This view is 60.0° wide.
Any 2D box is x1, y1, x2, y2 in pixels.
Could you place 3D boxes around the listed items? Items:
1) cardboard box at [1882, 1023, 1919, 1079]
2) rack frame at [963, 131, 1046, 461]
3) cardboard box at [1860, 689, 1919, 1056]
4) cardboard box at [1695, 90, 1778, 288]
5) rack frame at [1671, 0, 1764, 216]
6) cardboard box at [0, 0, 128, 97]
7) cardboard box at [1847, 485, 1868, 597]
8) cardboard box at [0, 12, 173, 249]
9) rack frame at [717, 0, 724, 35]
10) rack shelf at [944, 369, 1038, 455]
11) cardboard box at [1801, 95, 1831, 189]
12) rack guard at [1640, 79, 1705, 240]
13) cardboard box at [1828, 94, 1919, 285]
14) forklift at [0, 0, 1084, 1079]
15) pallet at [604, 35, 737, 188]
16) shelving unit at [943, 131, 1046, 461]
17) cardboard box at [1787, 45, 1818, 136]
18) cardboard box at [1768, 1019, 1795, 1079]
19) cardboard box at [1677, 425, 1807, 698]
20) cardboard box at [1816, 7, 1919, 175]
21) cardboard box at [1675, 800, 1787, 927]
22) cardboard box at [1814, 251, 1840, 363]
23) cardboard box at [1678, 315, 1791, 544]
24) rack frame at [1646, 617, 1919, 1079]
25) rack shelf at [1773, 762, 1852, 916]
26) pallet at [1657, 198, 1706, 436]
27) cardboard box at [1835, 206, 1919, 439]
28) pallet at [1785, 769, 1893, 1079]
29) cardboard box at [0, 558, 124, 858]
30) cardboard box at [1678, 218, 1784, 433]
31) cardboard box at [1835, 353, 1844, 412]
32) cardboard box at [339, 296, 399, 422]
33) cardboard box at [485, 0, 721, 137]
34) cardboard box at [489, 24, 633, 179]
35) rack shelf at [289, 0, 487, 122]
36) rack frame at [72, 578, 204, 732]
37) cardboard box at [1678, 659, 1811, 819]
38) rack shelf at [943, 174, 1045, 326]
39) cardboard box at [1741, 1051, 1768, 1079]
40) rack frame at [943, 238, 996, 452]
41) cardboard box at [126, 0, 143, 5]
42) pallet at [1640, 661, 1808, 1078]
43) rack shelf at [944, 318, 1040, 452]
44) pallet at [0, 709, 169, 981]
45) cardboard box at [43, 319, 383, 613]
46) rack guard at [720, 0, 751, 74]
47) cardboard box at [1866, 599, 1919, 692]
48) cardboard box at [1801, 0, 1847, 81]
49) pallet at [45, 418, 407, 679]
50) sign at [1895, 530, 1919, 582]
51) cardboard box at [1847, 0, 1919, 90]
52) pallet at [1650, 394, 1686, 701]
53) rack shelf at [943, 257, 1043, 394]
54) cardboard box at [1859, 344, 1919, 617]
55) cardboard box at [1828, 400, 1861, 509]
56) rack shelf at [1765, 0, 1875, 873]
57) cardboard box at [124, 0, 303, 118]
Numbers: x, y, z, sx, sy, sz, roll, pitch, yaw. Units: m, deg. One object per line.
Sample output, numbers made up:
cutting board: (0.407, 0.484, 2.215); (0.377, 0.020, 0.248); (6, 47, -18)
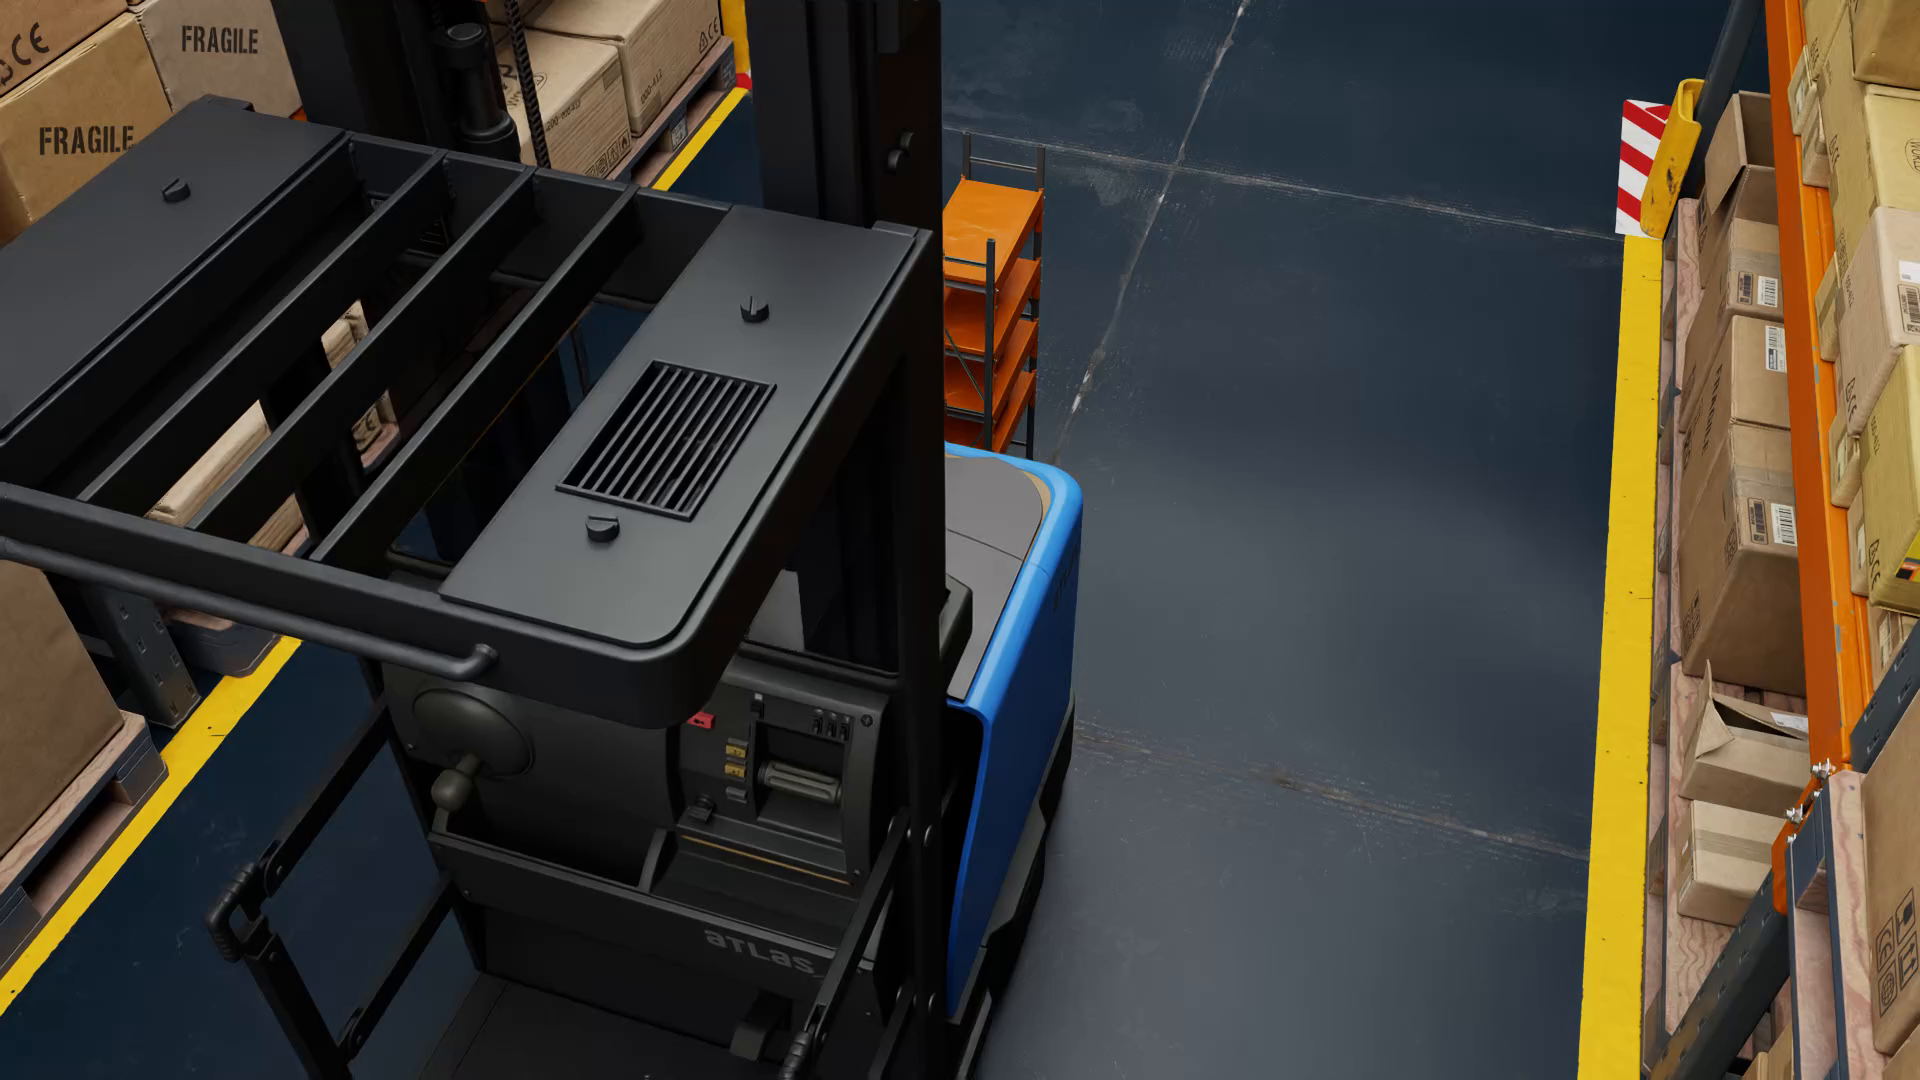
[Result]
cardboard box: (1.545, 0.806, 1.910); (0.700, 0.500, 0.500); (13, 46, 13)
rack frame: (0.124, -0.702, 5.109); (0.240, 1.200, 0.015); (13, 46, 13)
cardboard box: (1.702, 0.461, 2.263); (0.700, 0.500, 0.500); (14, 46, 14)
cardboard box: (2.997, -1.165, 5.780); (0.797, 0.503, 0.637); (11, 45, 11)
rack frame: (3.273, -2.295, 5.450); (1.000, 3.000, 0.127); (13, 46, 13)
cardboard box: (-2.296, -1.337, 3.685); (0.500, 0.500, 0.500); (13, 46, 13)
cardboard box: (1.975, 0.017, 3.267); (0.380, 0.149, 0.250); (14, 46, 14)
cardboard box: (-2.279, -0.970, 4.026); (0.500, 0.500, 0.500); (14, 46, 14)
rack frame: (-1.459, -3.344, 6.522); (1.000, 3.000, 0.127); (13, 46, 13)
rack shelf: (0.050, -0.349, 5.129); (0.258, 0.148, 0.480); (13, 46, 13)
cardboard box: (2.414, -1.016, 4.323); (0.380, 0.149, 0.250); (14, 46, 13)
rack guard: (3.250, -1.351, 6.273); (1.175, 0.500, 0.348); (13, 46, 13)
cardboard box: (2.284, -0.739, 3.755); (0.500, 0.250, 0.500); (12, 46, 12)
forklift: (-0.642, 0.430, 2.715); (1.130, 2.935, 3.031); (13, 46, 13)
pallet: (-1.627, -1.797, 6.936); (1.003, 0.211, 1.213); (13, 46, 13)
shelving unit: (0.050, -0.539, 4.943); (0.258, 1.200, 0.503); (13, 46, 13)
cardboard box: (2.474, -1.196, 4.507); (0.380, 0.149, 0.250); (11, 46, 11)
cardboard box: (1.699, 1.066, 3.039); (0.380, 0.149, 0.250); (15, 46, 14)
cardboard box: (2.387, 0.090, 4.501); (0.700, 0.500, 0.500); (11, 45, 11)
cardboard box: (2.441, -1.082, 4.106); (0.500, 0.250, 0.500); (11, 46, 11)
cardboard box: (1.950, 0.807, 4.019); (0.380, 0.149, 0.250); (11, 45, 11)
cardboard box: (2.187, -0.507, 3.803); (0.380, 0.149, 0.250); (12, 46, 12)
cardboard box: (2.446, -0.271, 4.869); (0.500, 0.500, 0.500); (13, 46, 13)
rack frame: (2.058, 0.371, 2.726); (0.949, 2.616, 0.053); (13, 46, 13)
rack shelf: (1.456, 1.962, 1.615); (1.077, 0.370, 4.000); (13, 46, 13)
pallet: (3.009, -0.716, 5.831); (1.003, 0.211, 1.213); (13, 46, 13)
cardboard box: (2.121, -0.409, 3.418); (0.500, 0.250, 0.500); (13, 46, 13)
pallet: (1.715, 0.950, 2.272); (1.003, 0.211, 1.213); (13, 46, 13)
cardboard box: (-2.782, 0.362, 3.954); (0.875, 0.875, 0.875); (14, 46, 14)
cardboard box: (2.701, -0.602, 5.208); (0.700, 0.500, 0.500); (14, 46, 14)
cardboard box: (2.136, -0.330, 3.623); (0.380, 0.149, 0.250); (14, 46, 14)
cardboard box: (-2.108, -0.904, 5.561); (0.875, 0.438, 0.875); (11, 45, 11)
cardboard box: (-1.564, -2.117, 6.800); (0.875, 0.438, 0.875); (11, 45, 11)
cardboard box: (-1.833, -1.505, 6.175); (0.875, 0.438, 0.875); (14, 46, 14)
rack shelf: (-2.065, -1.753, 5.411); (1.077, 0.370, 4.000); (13, 46, 13)
rack frame: (-2.671, -0.677, 3.798); (1.000, 3.000, 0.127); (13, 46, 13)
cardboard box: (2.058, 0.527, 4.221); (0.396, 0.266, 0.258); (14, 46, 14)
rack shelf: (0.050, -0.820, 4.668); (0.258, 0.148, 0.480); (13, 46, 13)
cardboard box: (1.700, 1.390, 3.172); (0.500, 0.500, 0.500); (14, 46, 14)
rack frame: (-0.024, -0.377, 4.777); (0.240, 1.200, 0.015); (13, 46, 13)
cardboard box: (-2.137, -1.672, 4.027); (0.500, 0.500, 0.500); (12, 46, 12)
pallet: (2.270, 0.911, 4.169); (1.003, 0.211, 1.213); (13, 46, 13)
rack shelf: (0.050, -0.491, 4.990); (0.258, 0.148, 0.480); (13, 46, 13)
pallet: (-2.832, 0.850, 4.231); (1.003, 0.211, 1.213); (13, 46, 13)
cardboard box: (-2.378, -0.307, 4.951); (0.875, 0.438, 0.875); (12, 46, 12)
rack guard: (-1.452, -2.466, 7.413); (1.175, 0.500, 0.348); (13, 46, 13)
cardboard box: (1.917, 0.195, 3.085); (0.380, 0.149, 0.250); (13, 46, 13)
cardboard box: (2.576, -1.427, 4.459); (0.500, 0.250, 0.500); (12, 46, 12)
pallet: (-2.366, -0.171, 5.274); (1.003, 0.211, 1.213); (13, 46, 13)
sign: (1.542, -0.048, 2.535); (0.100, 0.325, 0.005); (13, 46, 13)
cardboard box: (2.424, -1.370, 3.864); (0.500, 0.500, 0.500); (14, 46, 14)
pallet: (2.638, 0.095, 5.002); (1.003, 0.211, 1.213); (13, 46, 13)
rack shelf: (0.050, -0.651, 4.834); (0.258, 0.148, 0.480); (13, 46, 13)
cardboard box: (1.983, -0.072, 3.074); (0.500, 0.250, 0.500); (14, 46, 14)
cardboard box: (2.031, -0.161, 3.450); (0.380, 0.149, 0.250); (14, 46, 14)
rack shelf: (2.667, -0.705, 4.340); (1.077, 0.370, 4.000); (13, 46, 13)
cardboard box: (-2.123, -1.305, 4.367); (0.500, 0.500, 0.500); (13, 46, 13)
